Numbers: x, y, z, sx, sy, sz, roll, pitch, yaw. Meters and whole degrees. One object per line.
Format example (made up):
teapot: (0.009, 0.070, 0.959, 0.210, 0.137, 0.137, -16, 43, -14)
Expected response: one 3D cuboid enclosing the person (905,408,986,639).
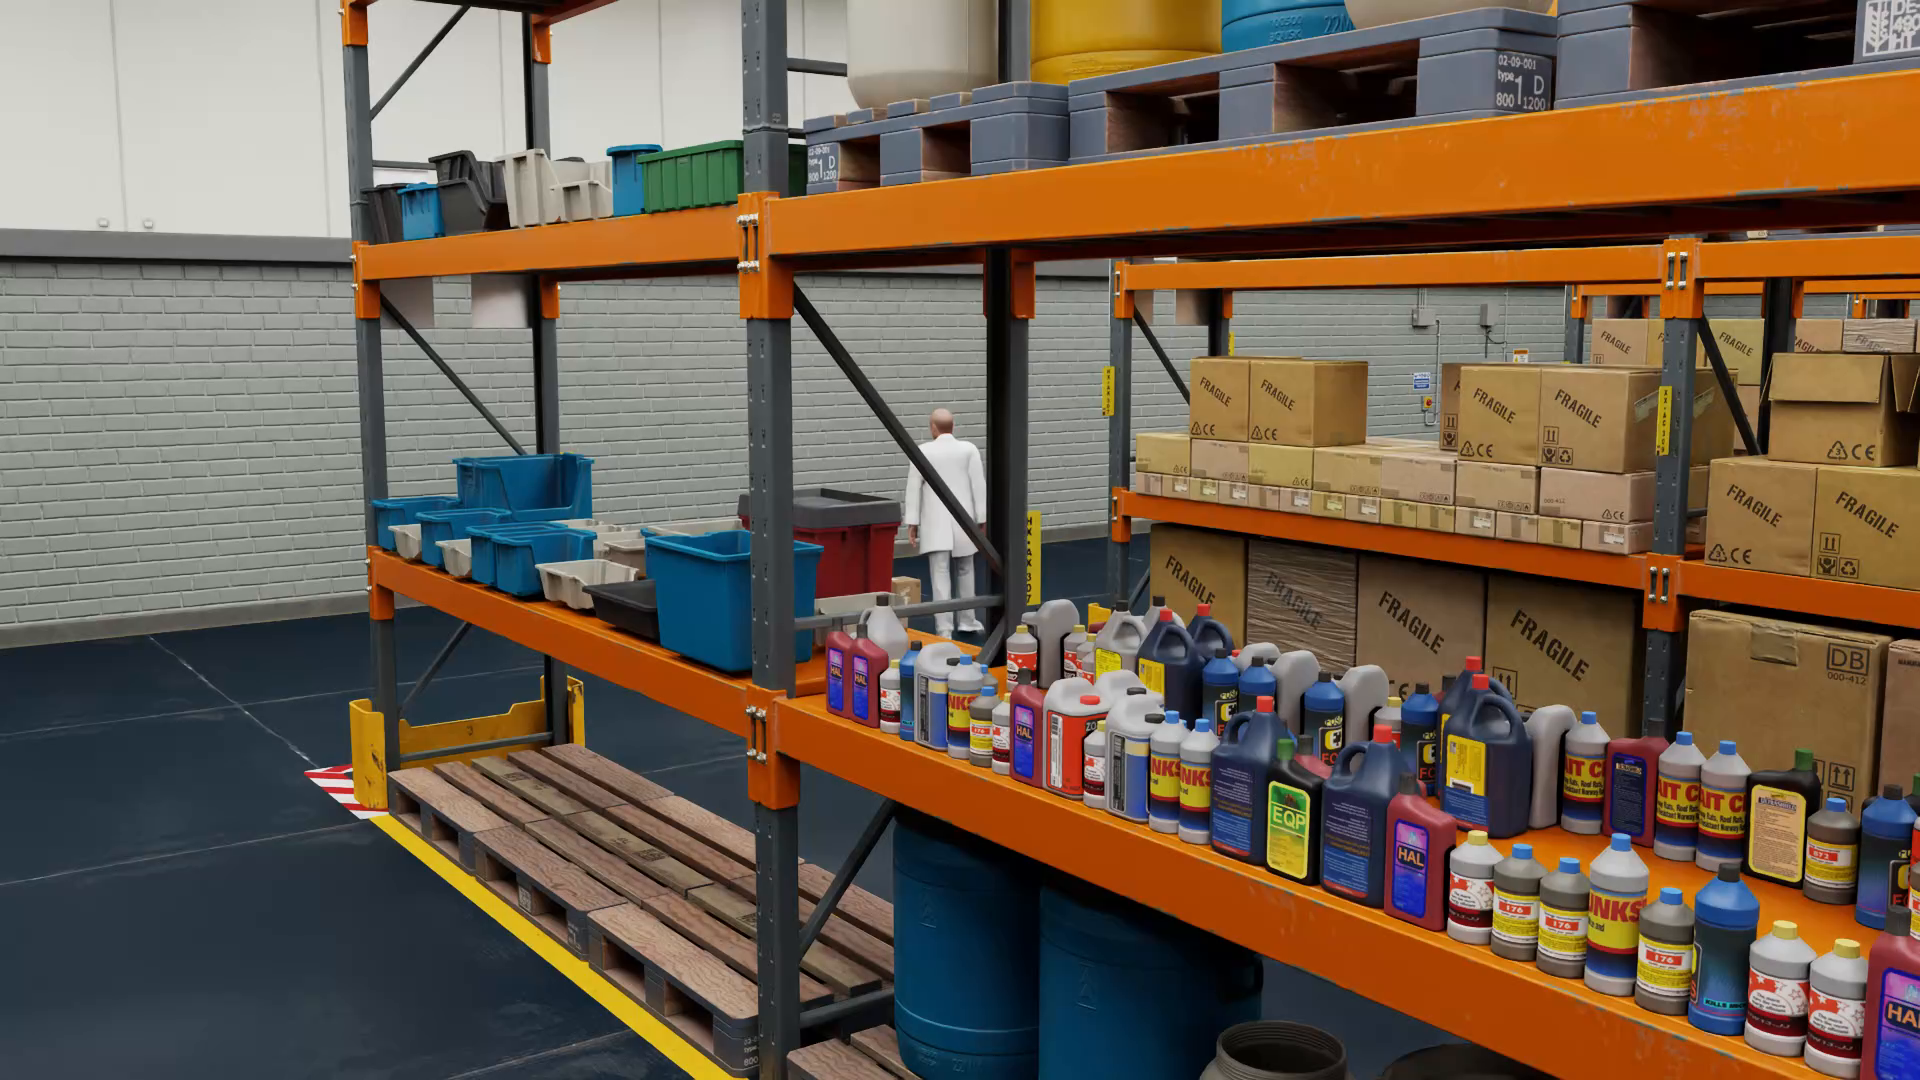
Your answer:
person: (-0.094, -0.057, 12.744, 0.670, 1.653, 0.803, -1, 8, -9)
